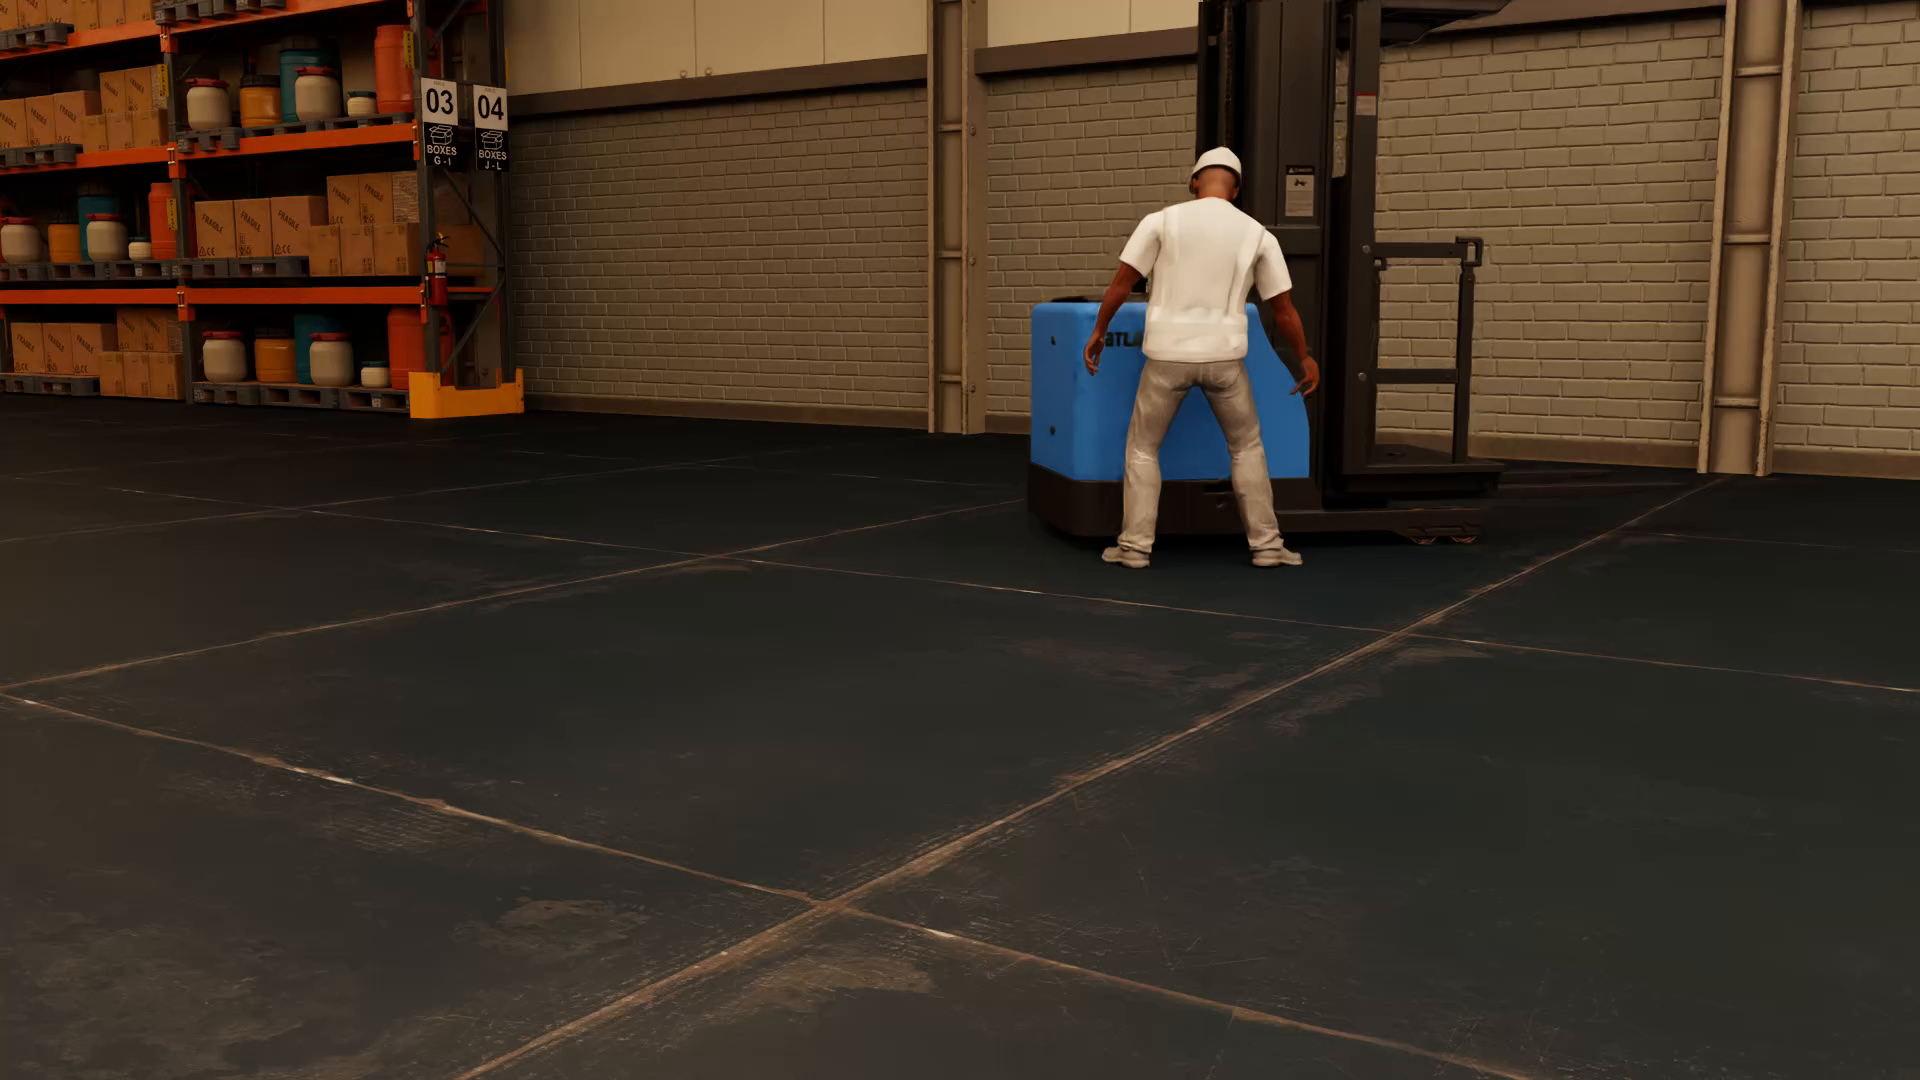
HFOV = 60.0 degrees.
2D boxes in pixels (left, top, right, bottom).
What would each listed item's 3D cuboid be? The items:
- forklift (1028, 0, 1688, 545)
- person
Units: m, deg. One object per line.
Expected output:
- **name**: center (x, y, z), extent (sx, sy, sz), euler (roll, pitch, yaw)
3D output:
- **forklift**: center (1.896, -1.501, 7.749), extent (3.031, 2.935, 1.130), euler (-1, 8, -10)
- **person**: center (0.992, -0.748, 6.852), extent (0.973, 1.718, 0.437), euler (0, 8, 0)
